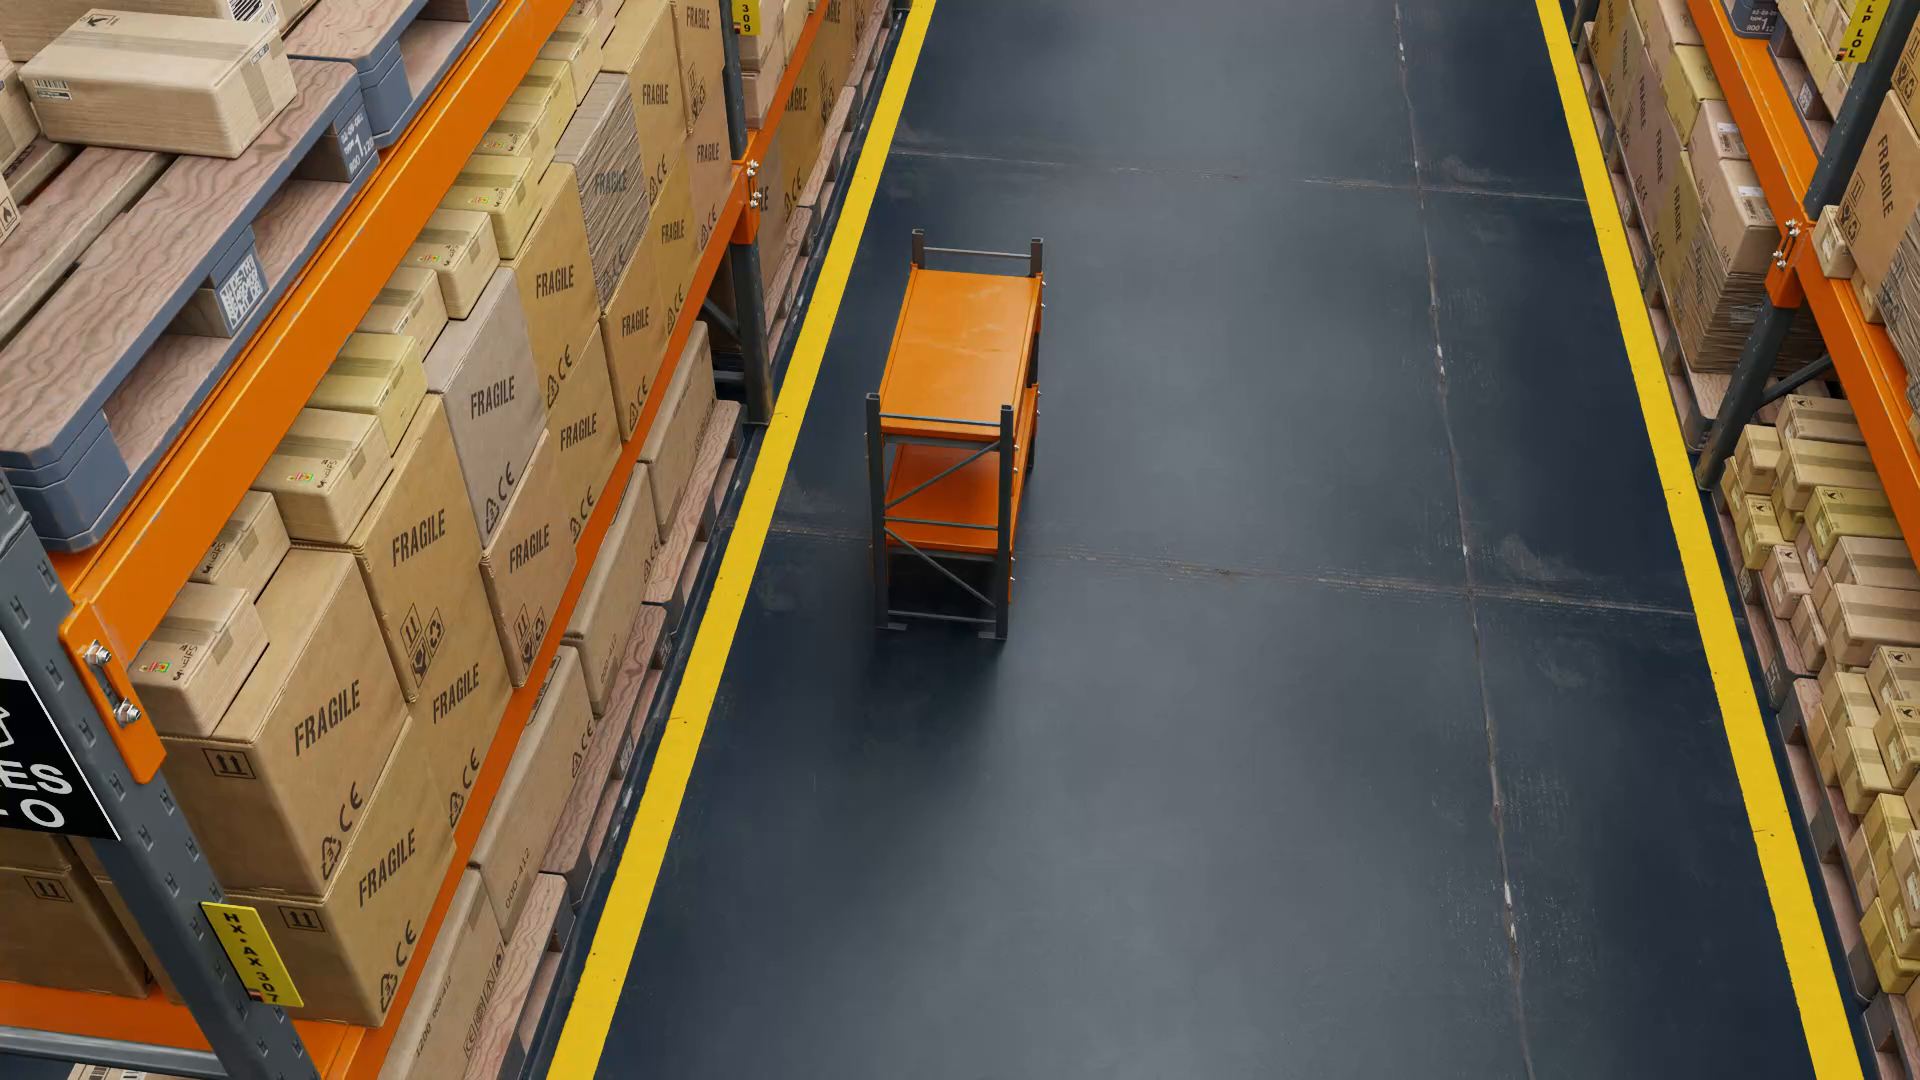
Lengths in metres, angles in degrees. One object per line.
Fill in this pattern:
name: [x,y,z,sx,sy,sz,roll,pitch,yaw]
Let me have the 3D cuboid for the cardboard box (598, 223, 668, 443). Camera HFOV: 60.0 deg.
cardboard box: [-1.246,-0.671,5.204,0.500,0.500,0.500,5,44,5]

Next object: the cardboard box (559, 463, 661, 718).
cardboard box: [-1.631,0.137,5.981,0.875,0.438,0.875,4,44,4]

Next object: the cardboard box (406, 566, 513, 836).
cardboard box: [-1.465,0.373,4.102,0.500,0.500,0.500,5,44,5]

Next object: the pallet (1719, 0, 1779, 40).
pallet: [3.904,-2.591,7.444,1.003,0.211,1.213,5,44,6]

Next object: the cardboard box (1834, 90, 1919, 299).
cardboard box: [3.281,-1.117,5.459,0.500,0.500,0.500,5,44,5]

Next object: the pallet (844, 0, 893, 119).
pallet: [-0.973,-2.852,9.608,1.003,0.211,1.213,5,44,6]

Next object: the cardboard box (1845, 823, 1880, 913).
cardboard box: [3.032,1.053,5.224,0.380,0.149,0.250,6,44,6]

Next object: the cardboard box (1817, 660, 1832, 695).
cardboard box: [3.228,0.534,5.773,0.380,0.149,0.250,4,44,4]

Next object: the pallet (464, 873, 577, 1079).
pallet: [-1.824,1.518,4.993,1.003,0.211,1.213,5,44,6]

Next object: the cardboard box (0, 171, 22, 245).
cardboard box: [-1.882,-0.481,2.626,0.500,0.250,0.500,2,43,2]

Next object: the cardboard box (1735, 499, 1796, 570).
cardboard box: [3.195,-0.005,6.341,0.380,0.149,0.250,6,44,7]

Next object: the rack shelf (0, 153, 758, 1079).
rack shelf: [-1.588,-0.044,5.139,1.077,0.370,4.000,5,44,6]

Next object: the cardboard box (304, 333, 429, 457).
cardboard box: [-1.402,-0.327,3.642,0.380,0.149,0.250,4,44,4]

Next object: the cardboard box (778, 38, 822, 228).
cardboard box: [-1.209,-2.096,8.022,0.875,0.875,0.875,6,44,7]

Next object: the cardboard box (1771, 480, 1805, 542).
cardboard box: [3.287,-0.114,6.241,0.380,0.149,0.250,6,44,6]

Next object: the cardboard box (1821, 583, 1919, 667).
cardboard box: [3.139,0.300,5.587,0.380,0.149,0.250,6,44,6]

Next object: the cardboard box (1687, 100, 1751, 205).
cardboard box: [3.526,-1.684,7.314,0.500,0.250,0.500,7,44,7]

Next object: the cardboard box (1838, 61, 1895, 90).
cardboard box: [3.453,-1.746,6.073,0.380,0.149,0.250,6,44,7]

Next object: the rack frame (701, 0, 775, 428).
rack frame: [-1.323,-1.669,6.331,1.000,3.000,0.127,5,44,6]

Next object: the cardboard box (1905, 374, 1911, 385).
cardboard box: [3.249,-0.479,5.257,0.380,0.149,0.250,3,44,4]

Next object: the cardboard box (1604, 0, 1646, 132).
cardboard box: [3.716,-2.457,8.675,0.500,0.500,0.500,6,44,6]

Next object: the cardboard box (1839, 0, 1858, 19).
cardboard box: [3.491,-2.039,6.167,0.380,0.149,0.250,4,44,4]

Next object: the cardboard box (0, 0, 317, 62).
cardboard box: [-1.605,-1.204,3.345,0.500,0.311,0.500,6,44,6]

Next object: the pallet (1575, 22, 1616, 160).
pallet: [4.021,-2.469,9.204,1.003,0.211,1.213,5,44,6]

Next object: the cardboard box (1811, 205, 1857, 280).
cardboard box: [3.235,-1.033,5.842,0.380,0.149,0.250,7,44,7]

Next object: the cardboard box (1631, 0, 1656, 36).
cardboard box: [3.727,-2.737,8.426,0.500,0.250,0.500,5,44,5]

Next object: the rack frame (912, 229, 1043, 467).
rack frame: [0.066,-0.750,6.724,0.500,1.125,0.032,5,44,6]

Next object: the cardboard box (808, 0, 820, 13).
cardboard box: [-0.853,-2.591,7.414,0.500,0.250,0.500,5,44,5]

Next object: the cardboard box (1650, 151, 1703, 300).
cardboard box: [3.513,-1.409,7.569,0.500,0.500,0.500,4,44,5]

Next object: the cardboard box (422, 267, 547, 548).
cardboard box: [-1.385,-0.348,4.135,0.500,0.500,0.500,5,44,5]

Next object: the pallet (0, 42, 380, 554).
pallet: [-1.764,-0.506,2.986,1.003,0.211,1.213,5,44,6]

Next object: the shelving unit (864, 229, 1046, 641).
shelving unit: [-0.001,-0.404,6.358,0.538,1.125,1.048,5,44,6]

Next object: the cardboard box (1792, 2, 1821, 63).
cardboard box: [3.521,-1.984,6.541,0.380,0.149,0.250,5,44,5]

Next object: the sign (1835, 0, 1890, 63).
sign: [3.046,-1.756,5.581,0.100,0.325,0.005,5,44,6]

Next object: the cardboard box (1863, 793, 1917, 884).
cardboard box: [3.030,0.946,5.121,0.380,0.149,0.250,7,44,8]

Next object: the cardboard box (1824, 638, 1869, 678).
cardboard box: [3.192,0.424,5.672,0.380,0.149,0.250,7,44,7]

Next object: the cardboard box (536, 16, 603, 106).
cardboard box: [-1.247,-1.378,4.752,0.380,0.149,0.250,5,44,5]

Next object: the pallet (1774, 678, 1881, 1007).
pallet: [3.384,1.020,5.520,1.003,0.211,1.213,5,44,6]

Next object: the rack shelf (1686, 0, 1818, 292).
rack shelf: [3.861,-2.389,7.615,1.077,0.370,4.000,5,44,6]

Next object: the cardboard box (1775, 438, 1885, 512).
cardboard box: [3.251,-0.223,6.139,0.380,0.149,0.250,7,44,8]

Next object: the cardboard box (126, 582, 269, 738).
cardboard box: [-1.531,0.206,3.079,0.380,0.149,0.250,6,44,6]

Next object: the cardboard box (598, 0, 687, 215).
cardboard box: [-1.187,-1.376,5.222,0.500,0.500,0.500,5,44,5]

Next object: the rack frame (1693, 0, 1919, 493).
rack frame: [3.597,-1.288,5.928,1.000,3.000,0.127,5,44,6]

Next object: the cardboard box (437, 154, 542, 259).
cardboard box: [-1.284,-0.847,4.192,0.380,0.149,0.250,4,44,4]

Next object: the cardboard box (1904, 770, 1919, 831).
cardboard box: [3.107,0.839,5.018,0.380,0.149,0.250,4,44,4]

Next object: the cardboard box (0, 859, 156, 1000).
cardboard box: [-2.051,0.668,3.790,0.500,0.500,0.500,5,44,6]
